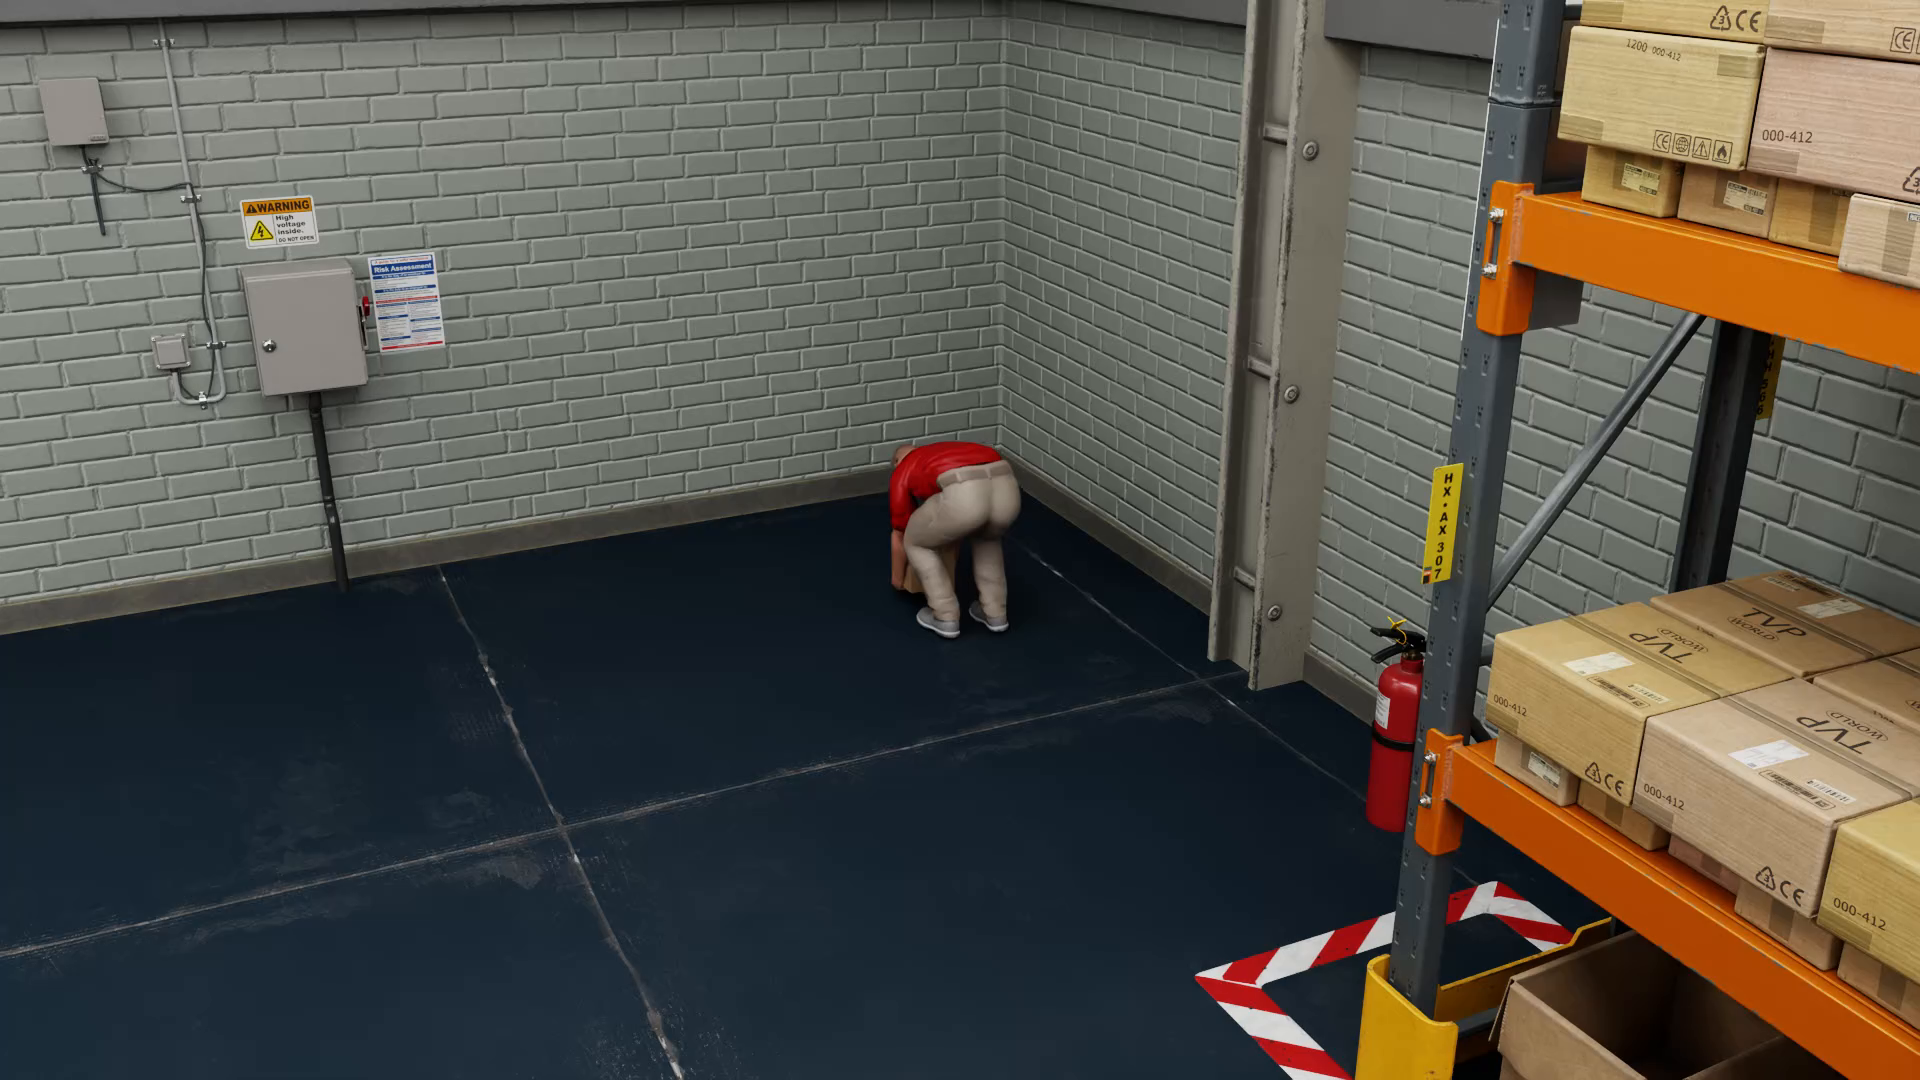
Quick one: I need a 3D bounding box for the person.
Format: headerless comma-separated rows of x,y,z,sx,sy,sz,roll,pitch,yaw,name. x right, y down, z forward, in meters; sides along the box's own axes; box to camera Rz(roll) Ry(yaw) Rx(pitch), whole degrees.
-0.061,-0.061,8.305,0.521,0.949,0.956,-11,25,-26,person
